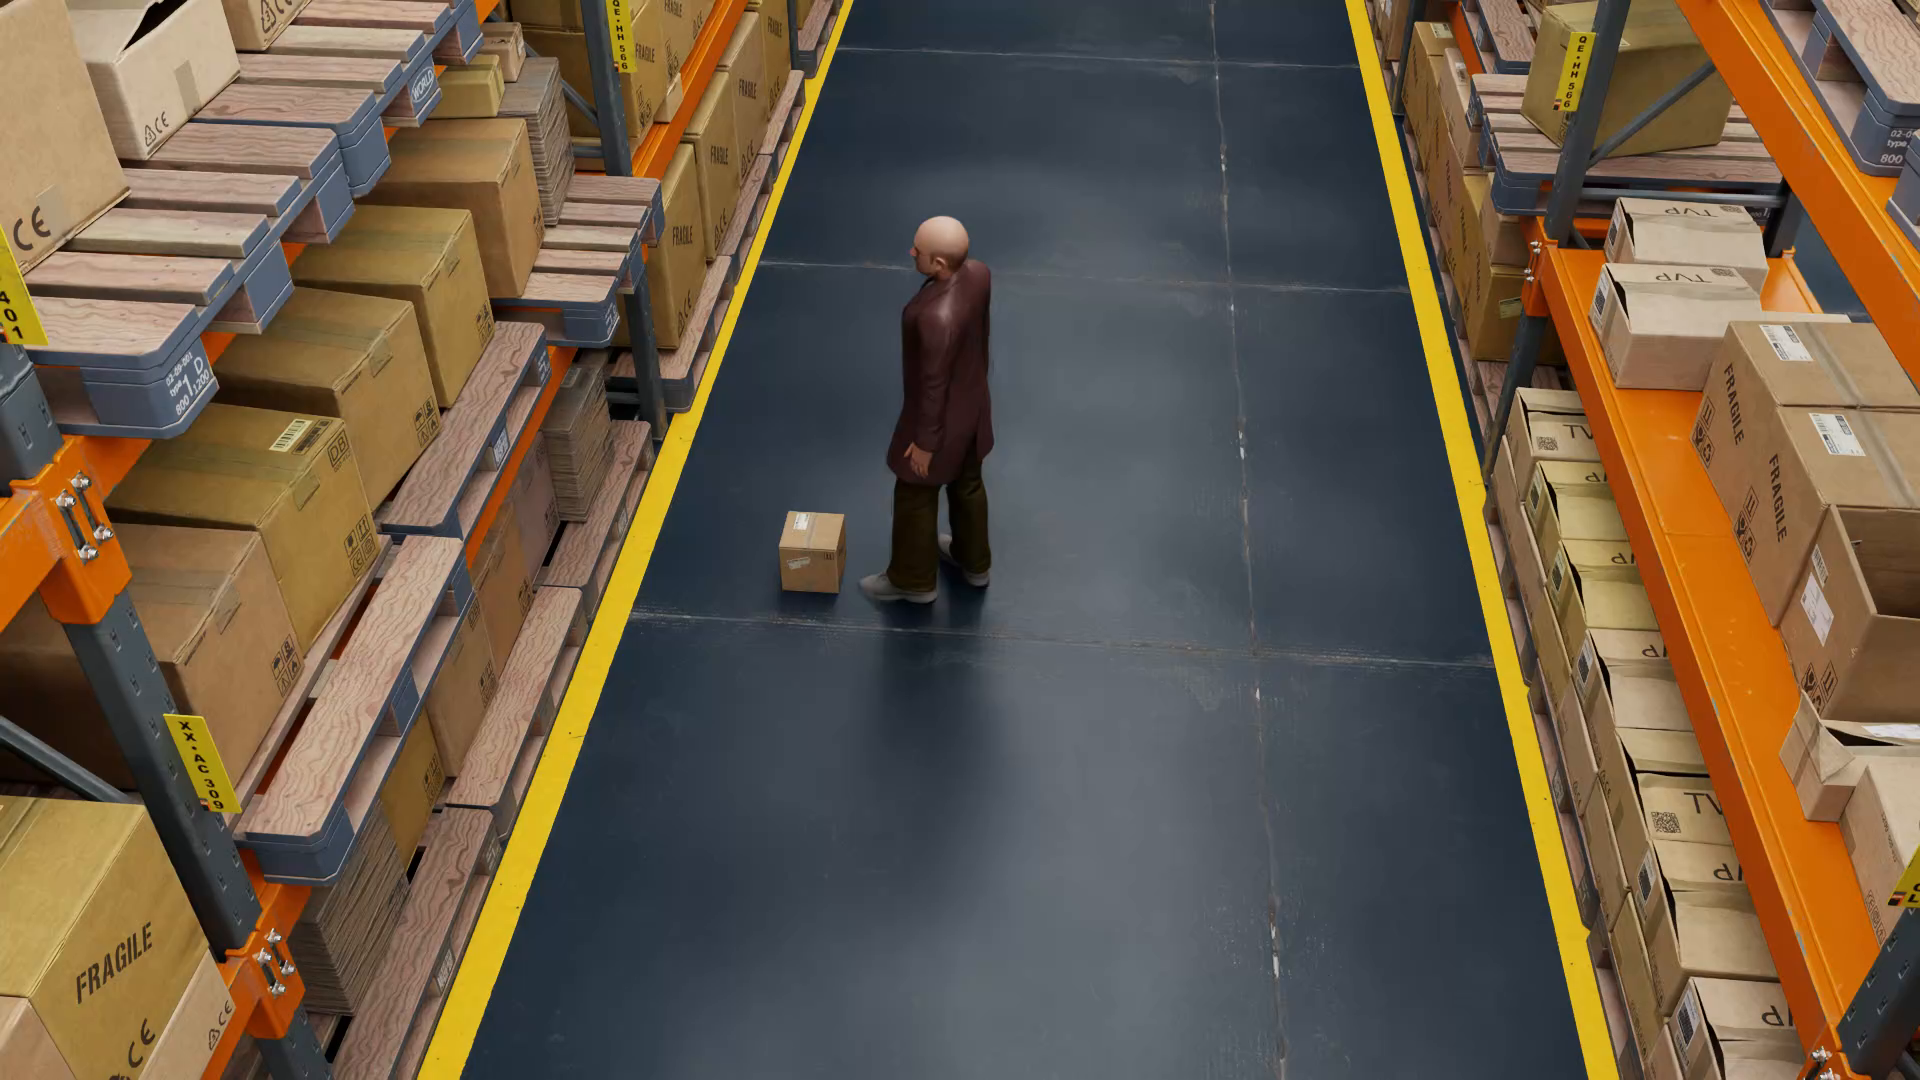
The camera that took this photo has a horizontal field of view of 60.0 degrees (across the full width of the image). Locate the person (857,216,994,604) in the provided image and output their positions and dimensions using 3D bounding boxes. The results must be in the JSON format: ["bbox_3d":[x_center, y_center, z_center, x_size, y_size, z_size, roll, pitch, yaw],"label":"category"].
[{"bbox_3d":[-0.113,-0.544,6.830,0.529,1.806,0.649,17,42,19],"label":"person"}]
